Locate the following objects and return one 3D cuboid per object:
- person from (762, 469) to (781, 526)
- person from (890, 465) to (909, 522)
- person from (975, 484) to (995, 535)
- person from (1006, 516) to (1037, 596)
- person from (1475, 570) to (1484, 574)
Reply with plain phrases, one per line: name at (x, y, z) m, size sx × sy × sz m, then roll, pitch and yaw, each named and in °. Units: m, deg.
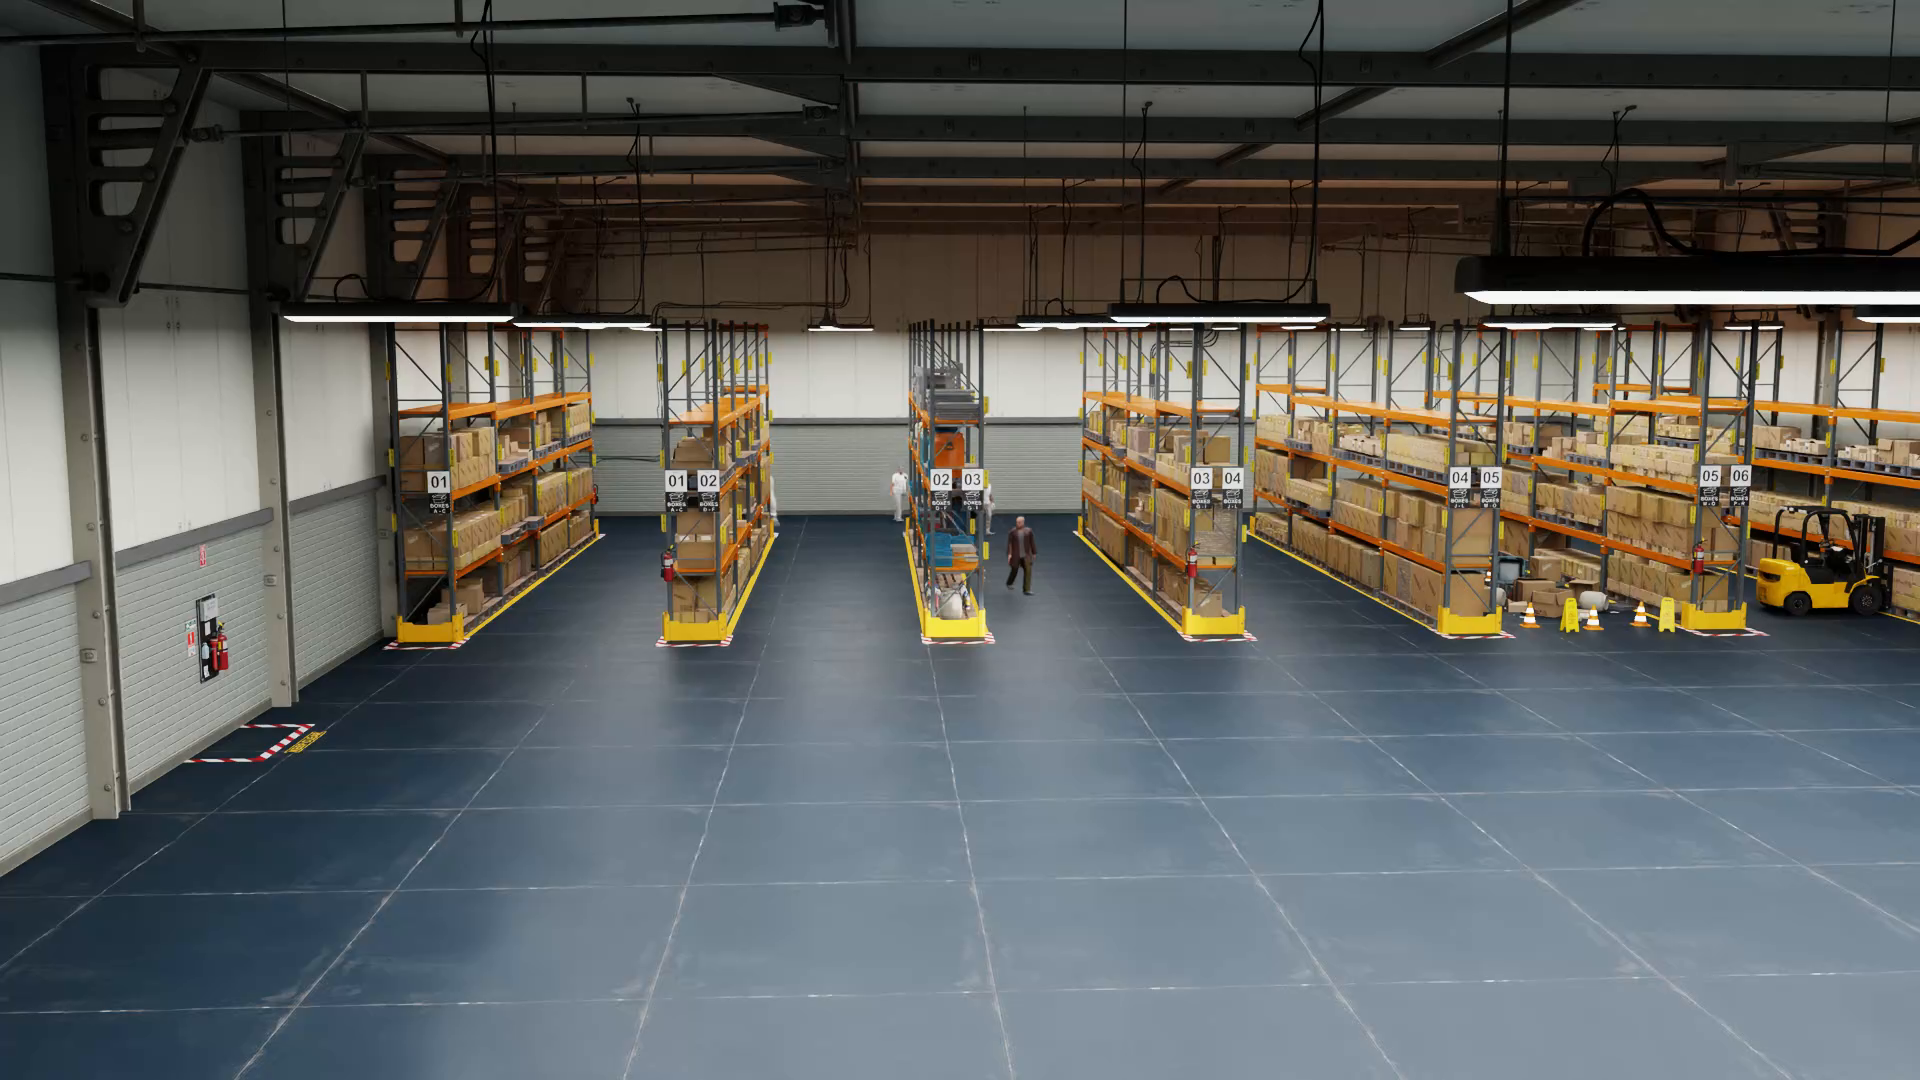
person at (-5.749, -1.331, 49.833) m, size 0.586 × 1.760 × 0.919 m, roll -4°, pitch 8°, yaw -32°
person at (-1.791, -1.439, 51.038) m, size 0.548 × 1.749 × 0.637 m, roll -7°, pitch 10°, yaw -45°
person at (0.658, -1.033, 47.545) m, size 0.675 × 1.751 × 0.691 m, roll -4°, pitch 8°, yaw -28°
person at (1.369, 0.335, 36.608) m, size 0.712 × 1.737 × 1.084 m, roll -2°, pitch 7°, yaw -16°
person at (12.183, 0.056, 39.234) m, size 0.412 × 1.685 × 0.506 m, roll 3°, pitch 8°, yaw 20°
